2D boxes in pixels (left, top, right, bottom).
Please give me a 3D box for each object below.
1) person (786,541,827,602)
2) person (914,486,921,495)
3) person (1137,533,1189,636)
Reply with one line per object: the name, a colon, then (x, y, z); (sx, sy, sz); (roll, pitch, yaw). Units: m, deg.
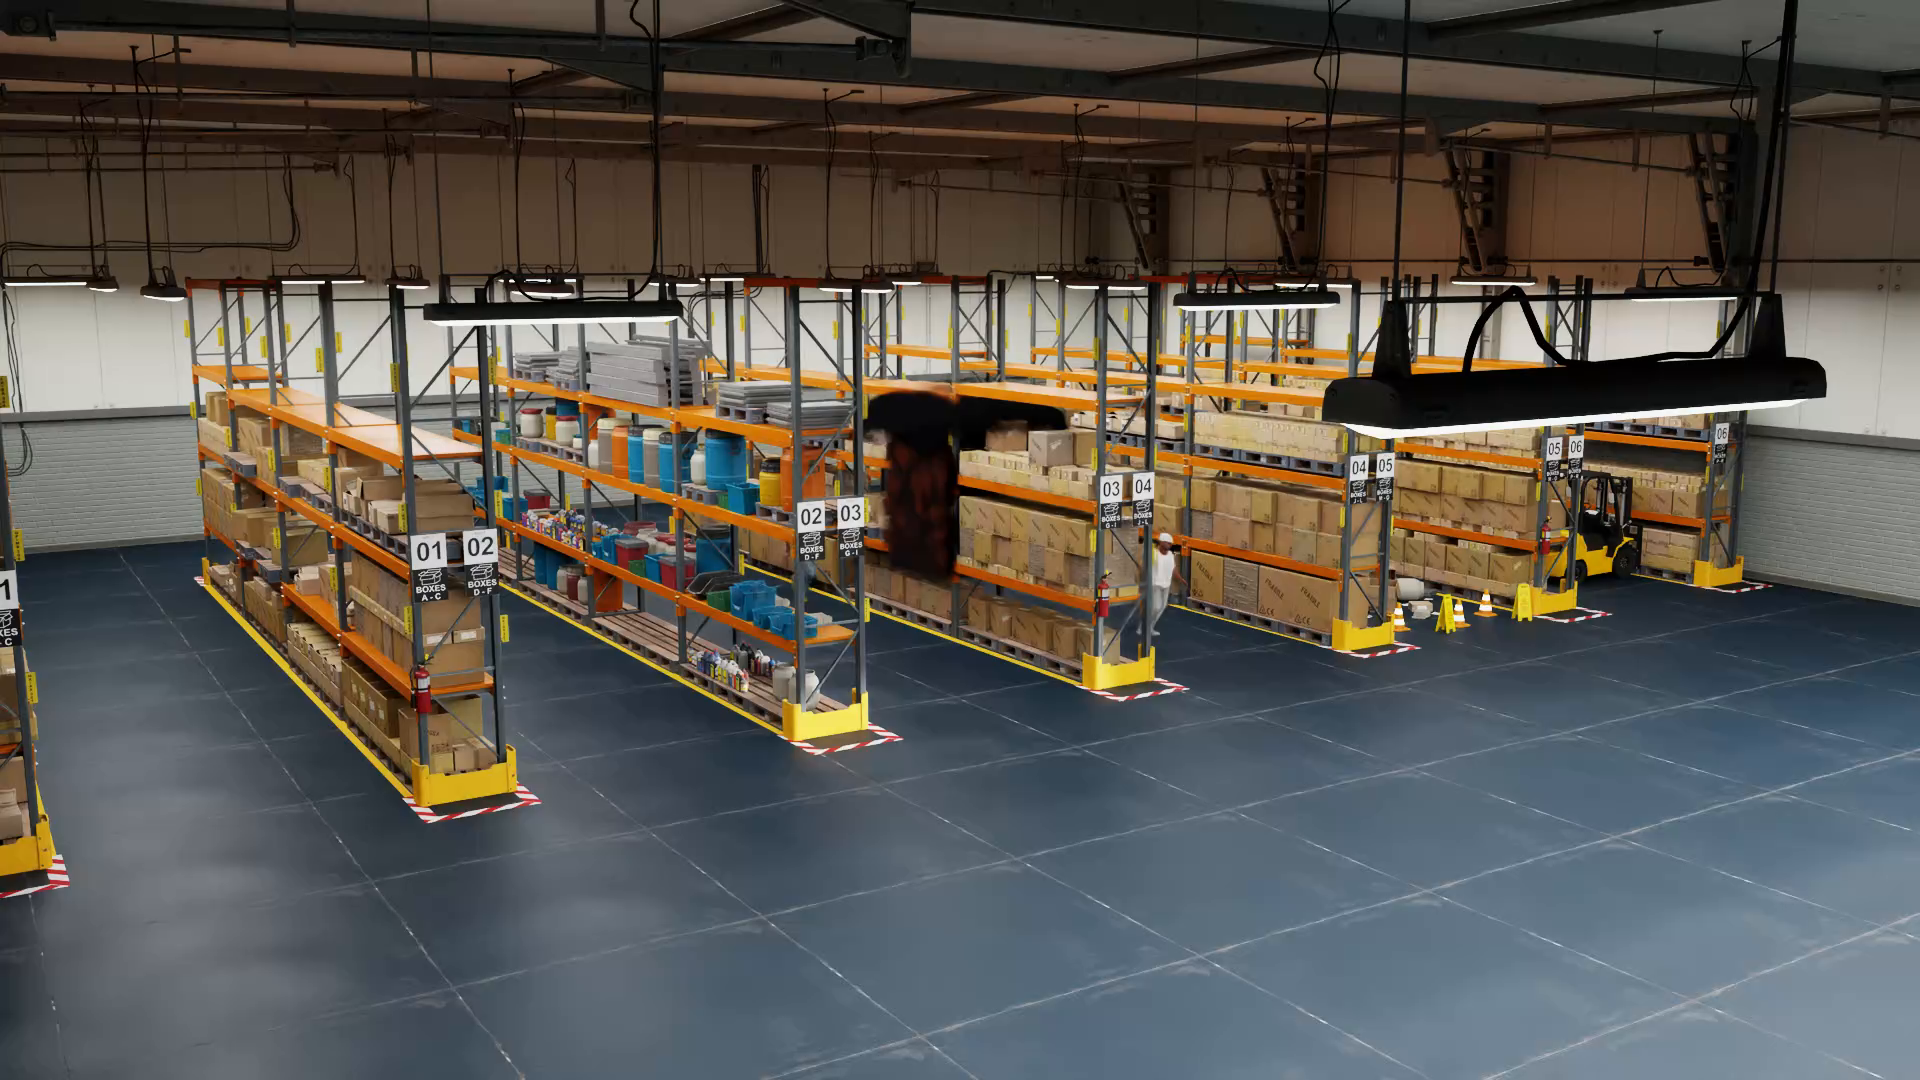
person: (-2.740, 0.311, 30.301); (0.714, 1.676, 0.691); (9, 13, 42)
person: (-1.158, -1.748, 43.839); (0.698, 1.482, 0.957); (5, 11, 28)
person: (3.310, 0.747, 27.358); (0.741, 1.722, 0.656); (-9, 13, -42)
